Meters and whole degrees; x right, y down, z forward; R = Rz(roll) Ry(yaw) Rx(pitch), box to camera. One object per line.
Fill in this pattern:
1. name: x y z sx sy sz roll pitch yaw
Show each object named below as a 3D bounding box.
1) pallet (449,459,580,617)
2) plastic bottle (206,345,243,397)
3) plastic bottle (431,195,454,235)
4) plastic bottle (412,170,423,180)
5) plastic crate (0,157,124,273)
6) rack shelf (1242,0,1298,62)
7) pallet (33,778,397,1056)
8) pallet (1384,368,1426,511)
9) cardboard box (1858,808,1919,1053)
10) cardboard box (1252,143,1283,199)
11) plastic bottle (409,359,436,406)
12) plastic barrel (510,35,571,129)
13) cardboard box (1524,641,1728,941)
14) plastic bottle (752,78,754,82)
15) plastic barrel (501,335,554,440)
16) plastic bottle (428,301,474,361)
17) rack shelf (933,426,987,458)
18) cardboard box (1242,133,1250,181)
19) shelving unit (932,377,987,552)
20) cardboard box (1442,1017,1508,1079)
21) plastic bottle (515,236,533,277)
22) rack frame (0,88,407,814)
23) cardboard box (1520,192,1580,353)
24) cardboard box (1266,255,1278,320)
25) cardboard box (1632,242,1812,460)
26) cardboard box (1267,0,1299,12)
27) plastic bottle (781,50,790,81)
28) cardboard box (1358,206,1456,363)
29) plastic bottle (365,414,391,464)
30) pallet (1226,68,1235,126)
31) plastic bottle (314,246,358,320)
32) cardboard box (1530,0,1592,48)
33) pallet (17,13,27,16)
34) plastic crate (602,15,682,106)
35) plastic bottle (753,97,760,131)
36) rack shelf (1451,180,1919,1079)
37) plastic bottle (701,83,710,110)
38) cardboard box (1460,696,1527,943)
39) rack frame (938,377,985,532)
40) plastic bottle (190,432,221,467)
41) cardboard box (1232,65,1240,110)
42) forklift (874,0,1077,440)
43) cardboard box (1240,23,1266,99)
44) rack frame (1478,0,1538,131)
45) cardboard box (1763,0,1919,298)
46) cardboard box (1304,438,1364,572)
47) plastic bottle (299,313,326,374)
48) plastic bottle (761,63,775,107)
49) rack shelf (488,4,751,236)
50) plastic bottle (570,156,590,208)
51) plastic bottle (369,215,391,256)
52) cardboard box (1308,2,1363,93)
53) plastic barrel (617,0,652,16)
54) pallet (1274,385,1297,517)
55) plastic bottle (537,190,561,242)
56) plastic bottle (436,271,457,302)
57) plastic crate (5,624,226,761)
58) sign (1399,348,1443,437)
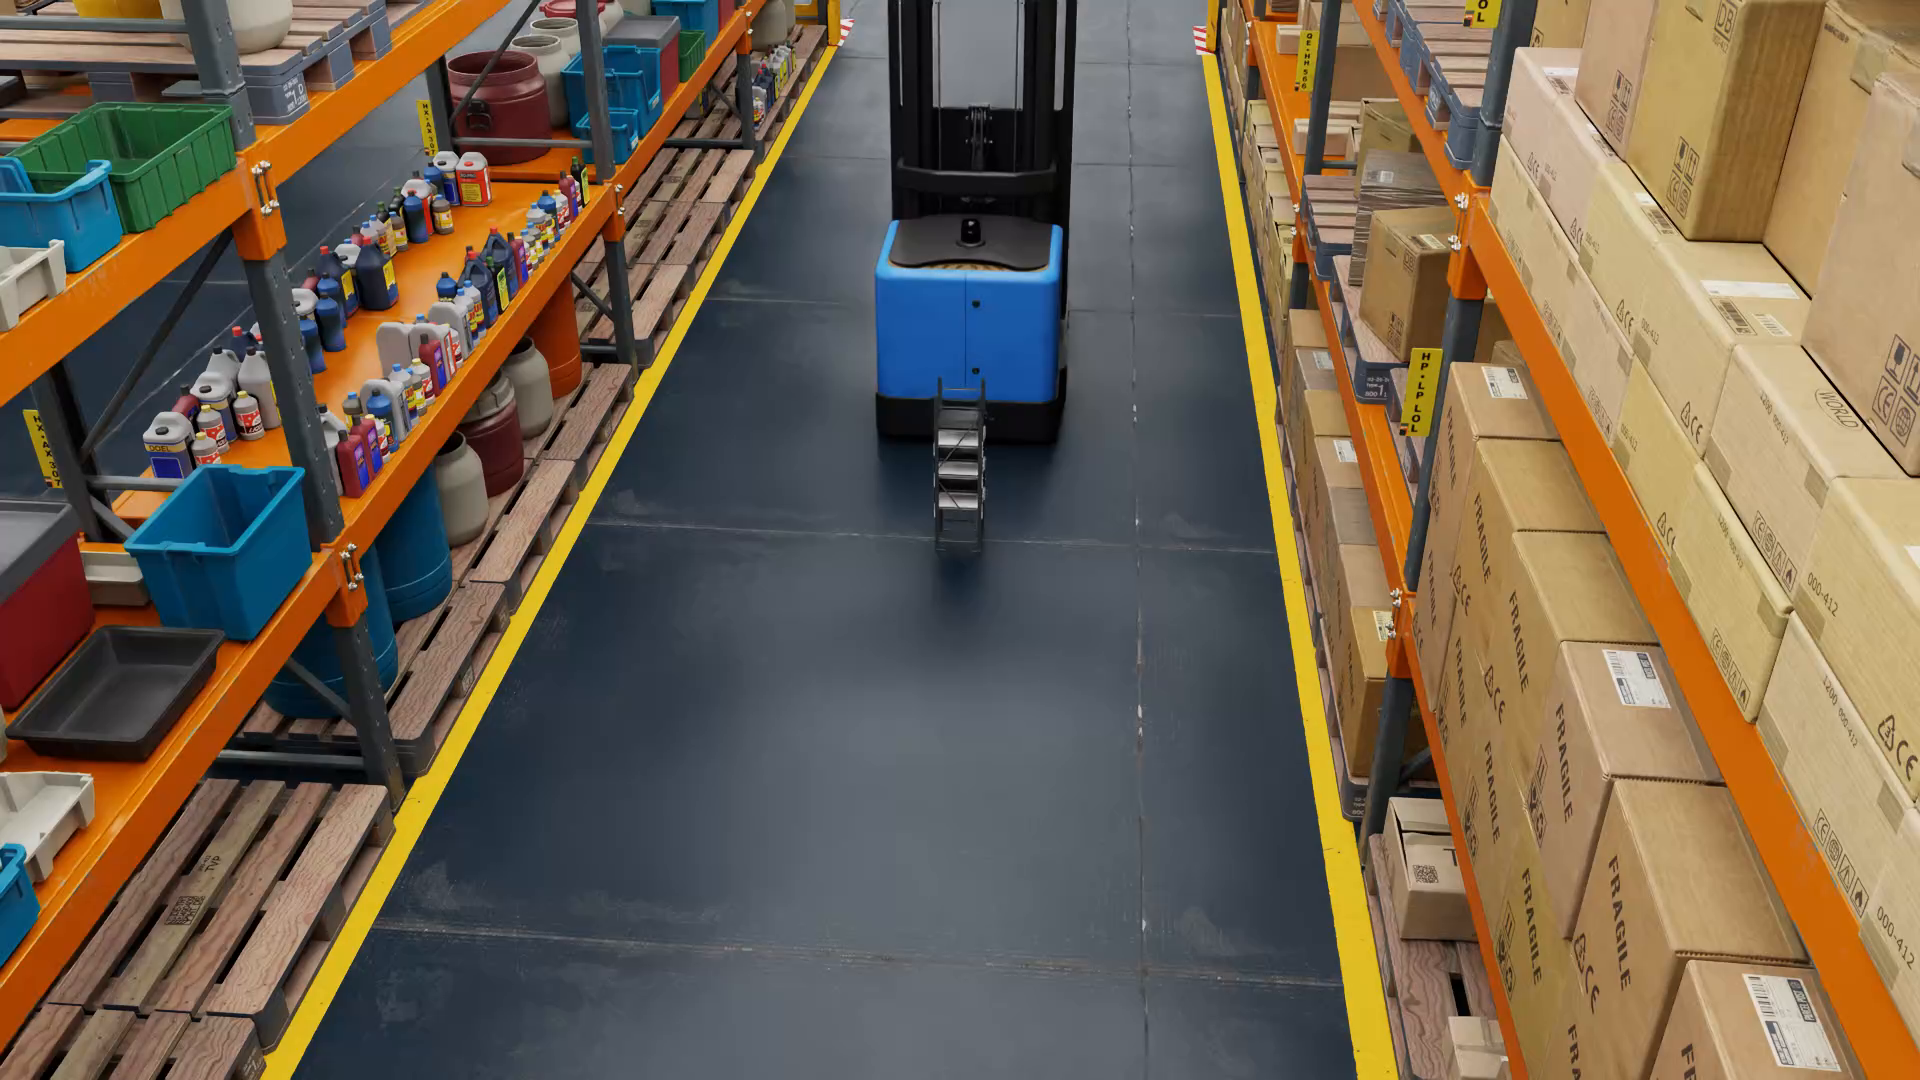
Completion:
1. pallet: -2.634 -0.047 8.625 1.003 0.211 1.213 2 32 4
2. plastic bottle: -3.086 -0.666 7.019 0.144 0.351 0.185 2 32 4
3. plastic bottle: -2.779 -1.750 8.920 0.097 0.201 0.097 0 32 0
4. plastic bottle: -2.939 -1.852 9.008 0.061 0.283 0.133 2 32 4
5. plastic crate: -2.591 -0.909 4.666 0.416 0.233 0.300 2 32 4
6. rack shelf: 2.916 -4.902 14.531 1.077 0.370 4.000 2 32 4
7. pallet: -2.856 1.381 6.309 1.003 0.211 1.213 2 32 4
8. pallet: 2.275 -0.311 6.578 1.003 0.211 1.213 2 32 4
9. cardboard box: 1.555 0.619 2.170 0.500 0.250 0.500 2 32 4
10. cardboard box: 2.384 -2.672 11.912 0.500 0.311 0.500 1 32 2
11. plastic bottle: -2.335 -0.687 7.194 0.097 0.201 0.097 0 32 0
12. plastic barrel: -2.639 -2.879 10.456 0.421 0.512 0.421 0 32 0
13. cardboard box: 1.658 0.596 3.876 0.500 0.500 0.500 3 32 6
14. plastic bottle: -1.813 -3.887 14.379 0.097 0.271 0.097 0 32 0
15. plastic barrel: -2.489 -0.848 9.239 0.421 0.512 0.421 0 32 0
16. plastic bottle: -2.323 -0.971 7.585 0.152 0.276 0.135 2 32 4
17. rack shelf: -0.001 -0.504 8.430 0.258 0.077 0.200 2 32 4
18. cardboard box: 2.473 -2.970 12.931 0.500 0.250 0.500 2 32 3
19. shelving unit: -0.001 -0.379 8.507 0.258 0.900 0.210 2 32 4
20. cardboard box: 1.791 1.703 5.409 0.380 0.166 0.250 2 32 4
21. plastic bottle: -2.219 -1.433 8.406 0.097 0.201 0.097 0 32 0
22. rack frame: -2.835 -0.193 6.204 1.000 3.000 0.127 2 32 4
23. cardboard box: 1.770 -0.687 4.290 0.500 0.250 0.500 2 32 4
24. cardboard box: 2.265 -1.634 10.763 0.500 0.250 0.500 2 32 3
25. cardboard box: 1.683 -0.378 3.311 0.500 0.250 0.500 2 32 4
26. cardboard box: 2.783 -4.437 12.996 0.700 0.500 0.500 2 32 3
27. plastic bottle: -1.630 -4.313 15.066 0.152 0.276 0.135 2 32 3
28. cardboard box: 2.184 -1.127 7.224 0.700 0.500 0.500 -5 32 -9
29. plastic bottle: -2.378 -0.413 6.750 0.097 0.201 0.097 0 32 0
30. pallet: 2.956 -4.029 15.086 1.003 0.211 1.213 2 32 4
31. plastic bottle: -2.997 -1.242 7.954 0.144 0.351 0.185 2 32 4
32. cardboard box: 2.216 -1.780 5.330 0.600 0.600 0.600 0 32 -1
33. pallet: -7.326 -3.451 11.674 1.003 0.211 1.213 2 32 4
34. plastic crate: -2.073 -3.143 10.931 0.402 0.464 0.583 2 32 4
35. plastic bottle: -1.721 -3.550 13.832 0.097 0.271 0.097 0 32 0
36. rack shelf: 1.939 0.096 3.562 1.077 0.370 4.000 2 32 4
37. plastic bottle: -2.253 -3.860 14.331 0.152 0.276 0.135 2 32 4
38. cardboard box: 1.707 0.763 4.558 0.500 0.500 0.500 2 32 4
39. rack frame: 0.008 -0.432 8.593 0.240 0.900 0.006 2 32 4
40. plastic bottle: -2.999 -0.332 6.620 0.097 0.201 0.097 0 32 0
41. cardboard box: 2.649 -3.946 14.514 0.500 0.250 0.500 2 32 4
42. forklift: 0.148 -2.567 10.121 1.130 2.935 3.031 2 32 4
43. cardboard box: 2.625 -4.003 13.892 0.500 0.500 0.500 2 32 4
44. rack frame: 2.101 -2.533 4.283 1.000 3.000 0.127 2 32 4
45. cardboard box: 1.994 -0.683 3.092 0.700 0.500 0.500 2 32 4
46. cardboard box: 1.985 -0.159 8.112 0.500 0.500 0.500 1 32 2
47. plastic bottle: -2.918 -0.887 7.453 0.097 0.271 0.097 0 32 0
48. plastic bottle: -1.689 -3.939 14.387 0.144 0.351 0.185 1 32 2
49. rack shelf: -2.347 -3.024 11.483 1.077 0.370 4.000 2 32 4
50. plastic bottle: -2.117 -2.005 9.255 0.061 0.283 0.133 2 32 4
51. plastic bottle: -2.971 -1.525 8.489 0.097 0.271 0.097 0 32 0
52. cardboard box: 2.590 -3.267 11.096 0.500 0.500 0.500 3 32 4
53. plastic barrel: -2.480 -3.943 12.159 0.433 0.535 0.433 0 32 0
54. pallet: 2.329 -0.495 9.352 1.003 0.211 1.213 2 32 4
55. plastic bottle: -2.179 -1.718 8.801 0.097 0.271 0.097 0 32 0
56. plastic bottle: -2.415 -1.137 7.858 0.097 0.271 0.097 0 32 0
57. plastic crate: -2.658 0.496 5.292 0.437 0.125 0.590 2 32 4
58. sign: 1.548 -0.494 5.589 0.100 0.325 0.005 2 32 4
